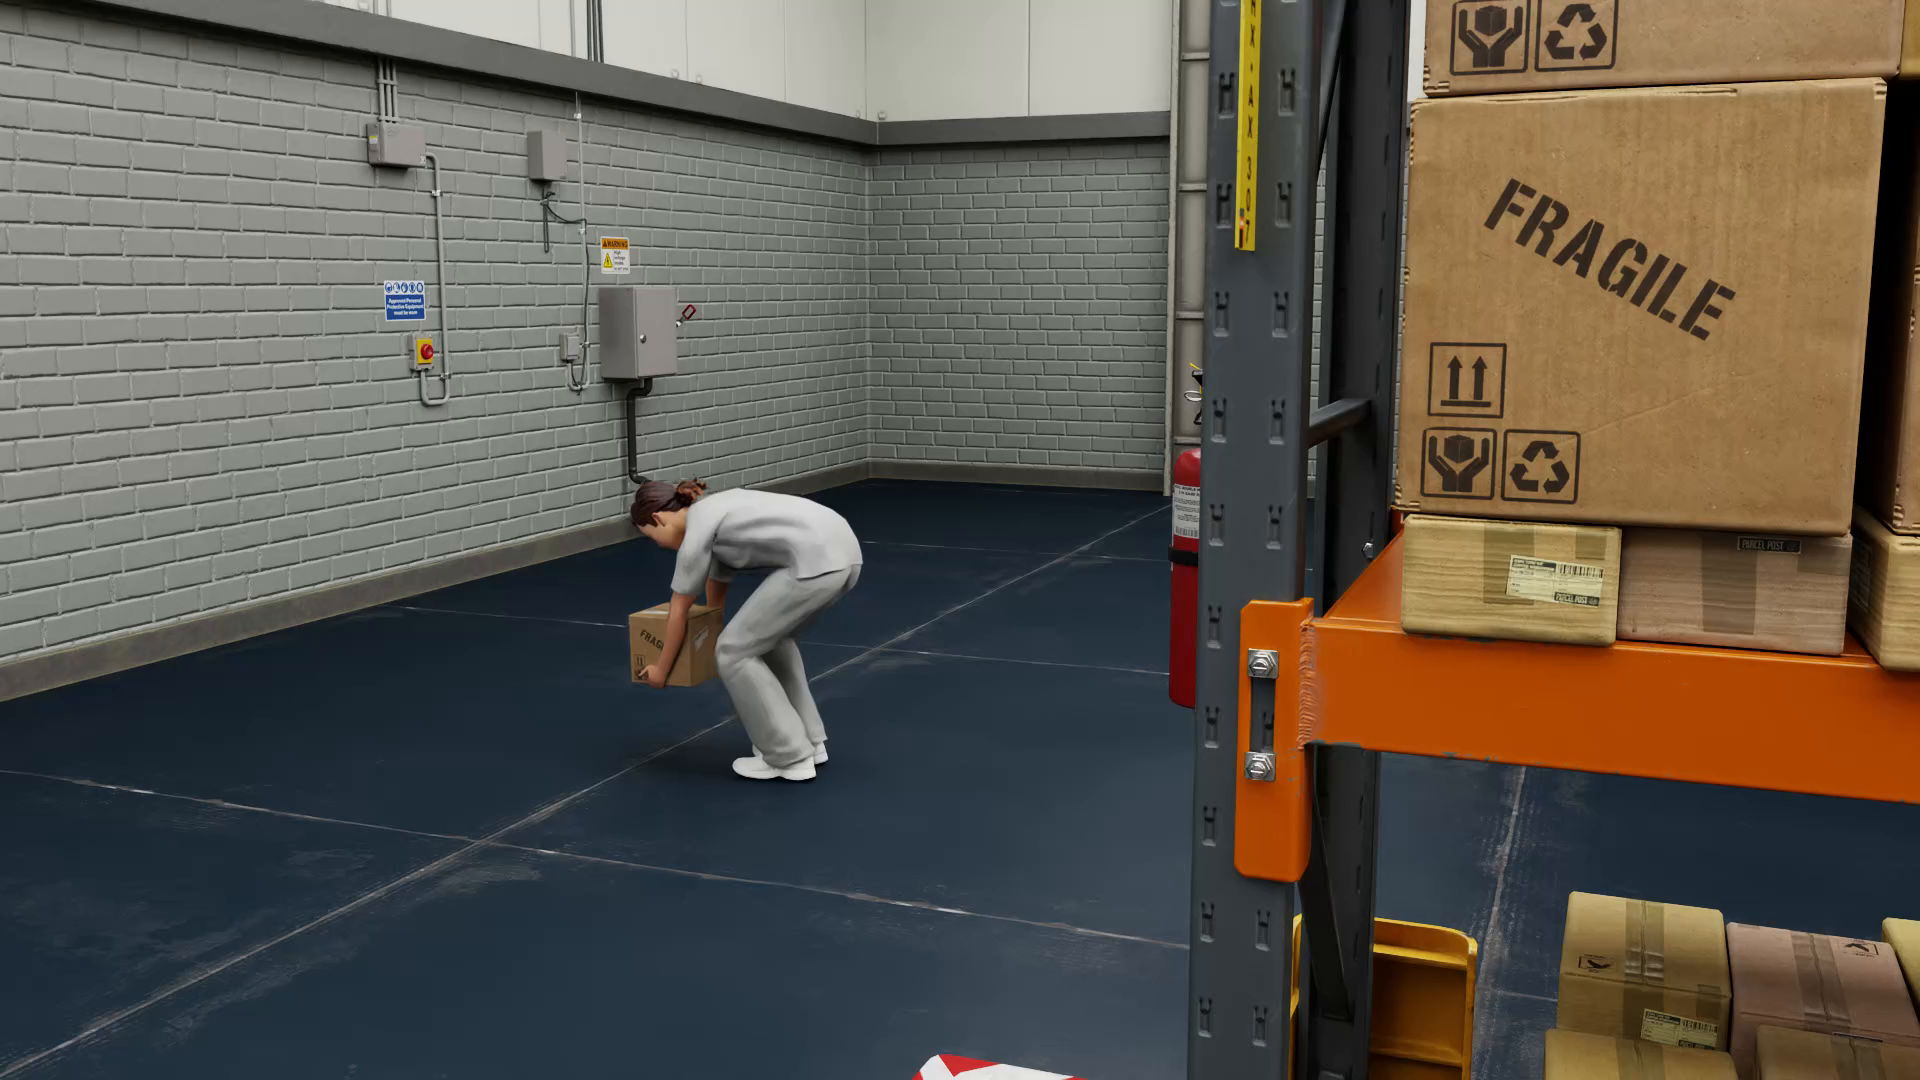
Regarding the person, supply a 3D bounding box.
[{"bbox_3d":[-0.778,0.297,5.969,0.863,1.054,0.457,3,9,18],"label":"person"}]
